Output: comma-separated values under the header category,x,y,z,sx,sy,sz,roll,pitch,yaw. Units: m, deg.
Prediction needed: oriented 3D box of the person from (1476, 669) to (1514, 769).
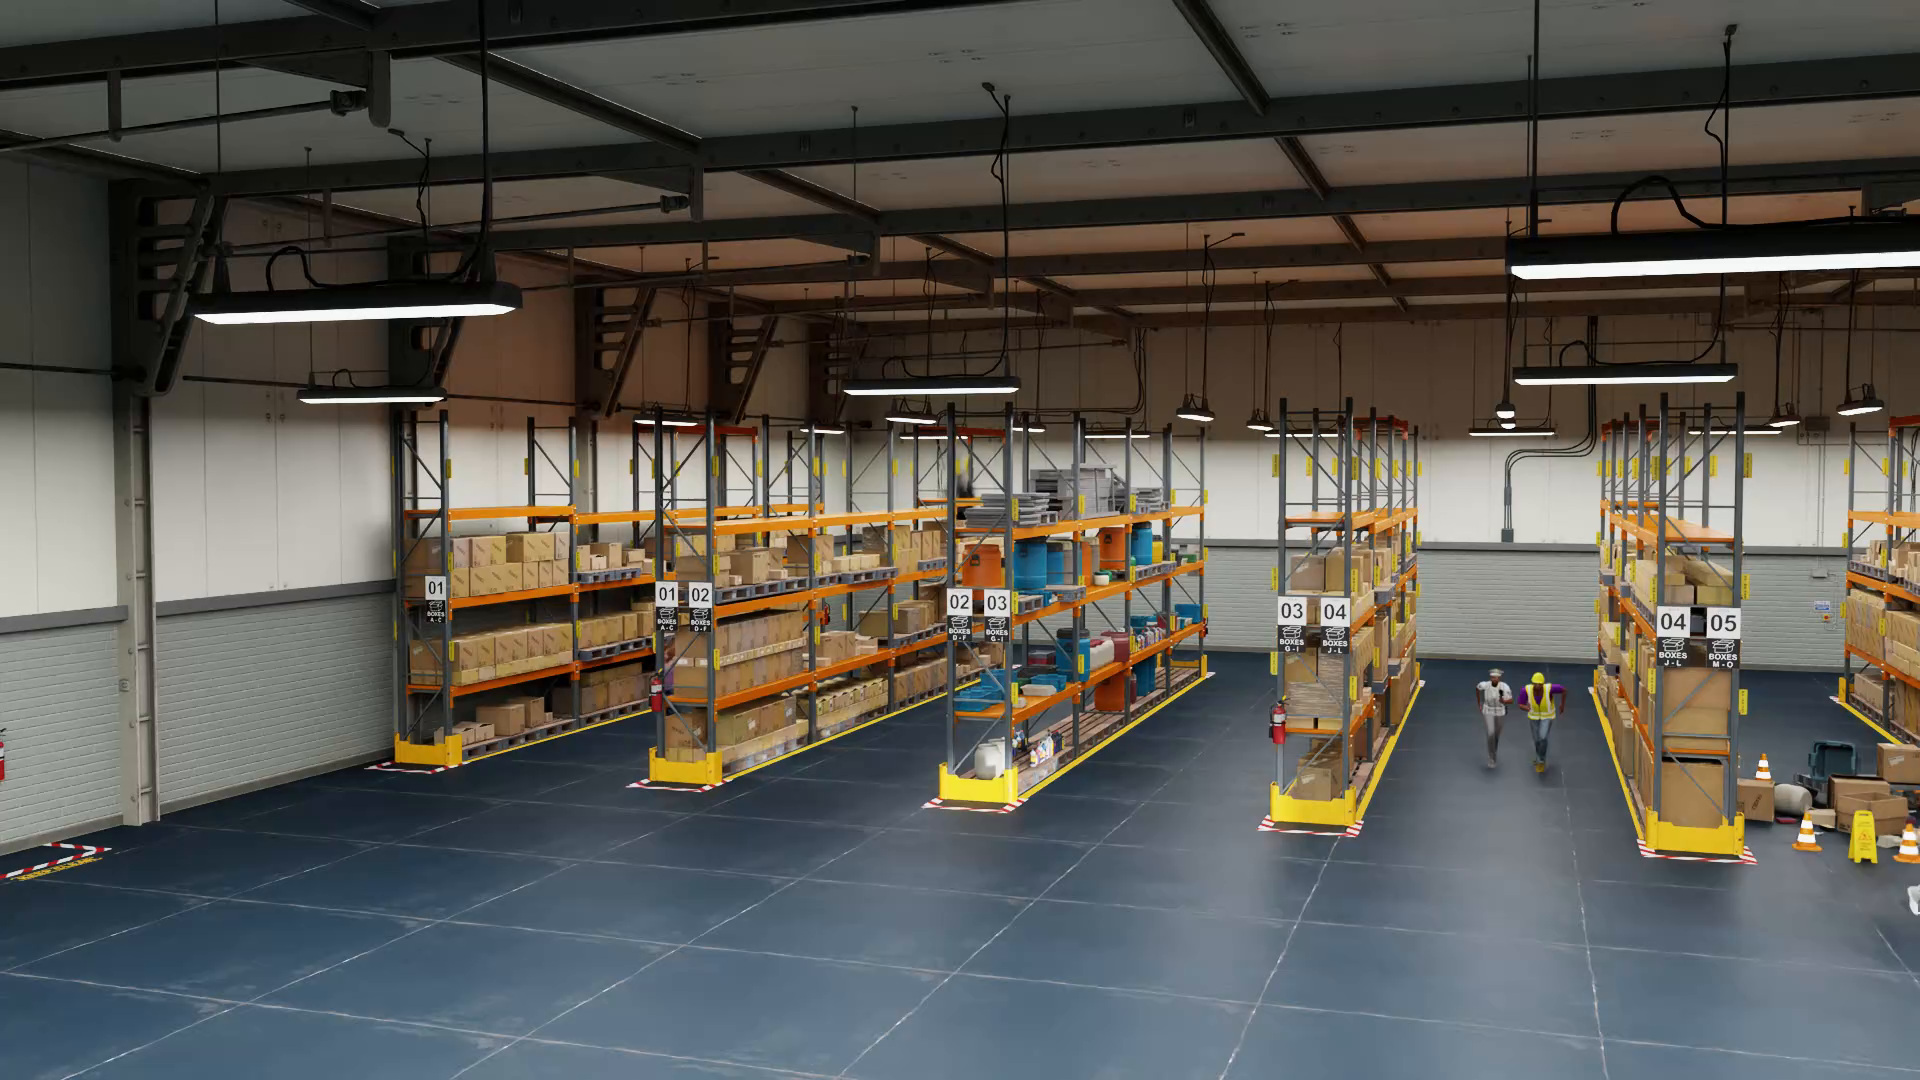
category,x,y,z,sx,sy,sz,roll,pitch,yaw
person,9.012,2.982,28.067,0.572,1.690,0.919,0,2,9

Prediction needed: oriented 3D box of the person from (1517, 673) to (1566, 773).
category,x,y,z,sx,sy,sz,roll,pitch,yaw
person,9.648,3.018,27.581,0.744,1.703,1.007,1,3,27

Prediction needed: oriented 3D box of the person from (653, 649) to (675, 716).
category,x,y,z,sx,sy,sz,roll,pitch,yaw
person,-5.588,2.855,31.642,0.538,1.566,0.576,0,2,3

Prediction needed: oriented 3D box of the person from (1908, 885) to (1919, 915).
category,x,y,z,sx,sy,sz,roll,pitch,yaw
person,10.500,3.469,17.746,0.559,1.601,0.777,-1,3,-24
